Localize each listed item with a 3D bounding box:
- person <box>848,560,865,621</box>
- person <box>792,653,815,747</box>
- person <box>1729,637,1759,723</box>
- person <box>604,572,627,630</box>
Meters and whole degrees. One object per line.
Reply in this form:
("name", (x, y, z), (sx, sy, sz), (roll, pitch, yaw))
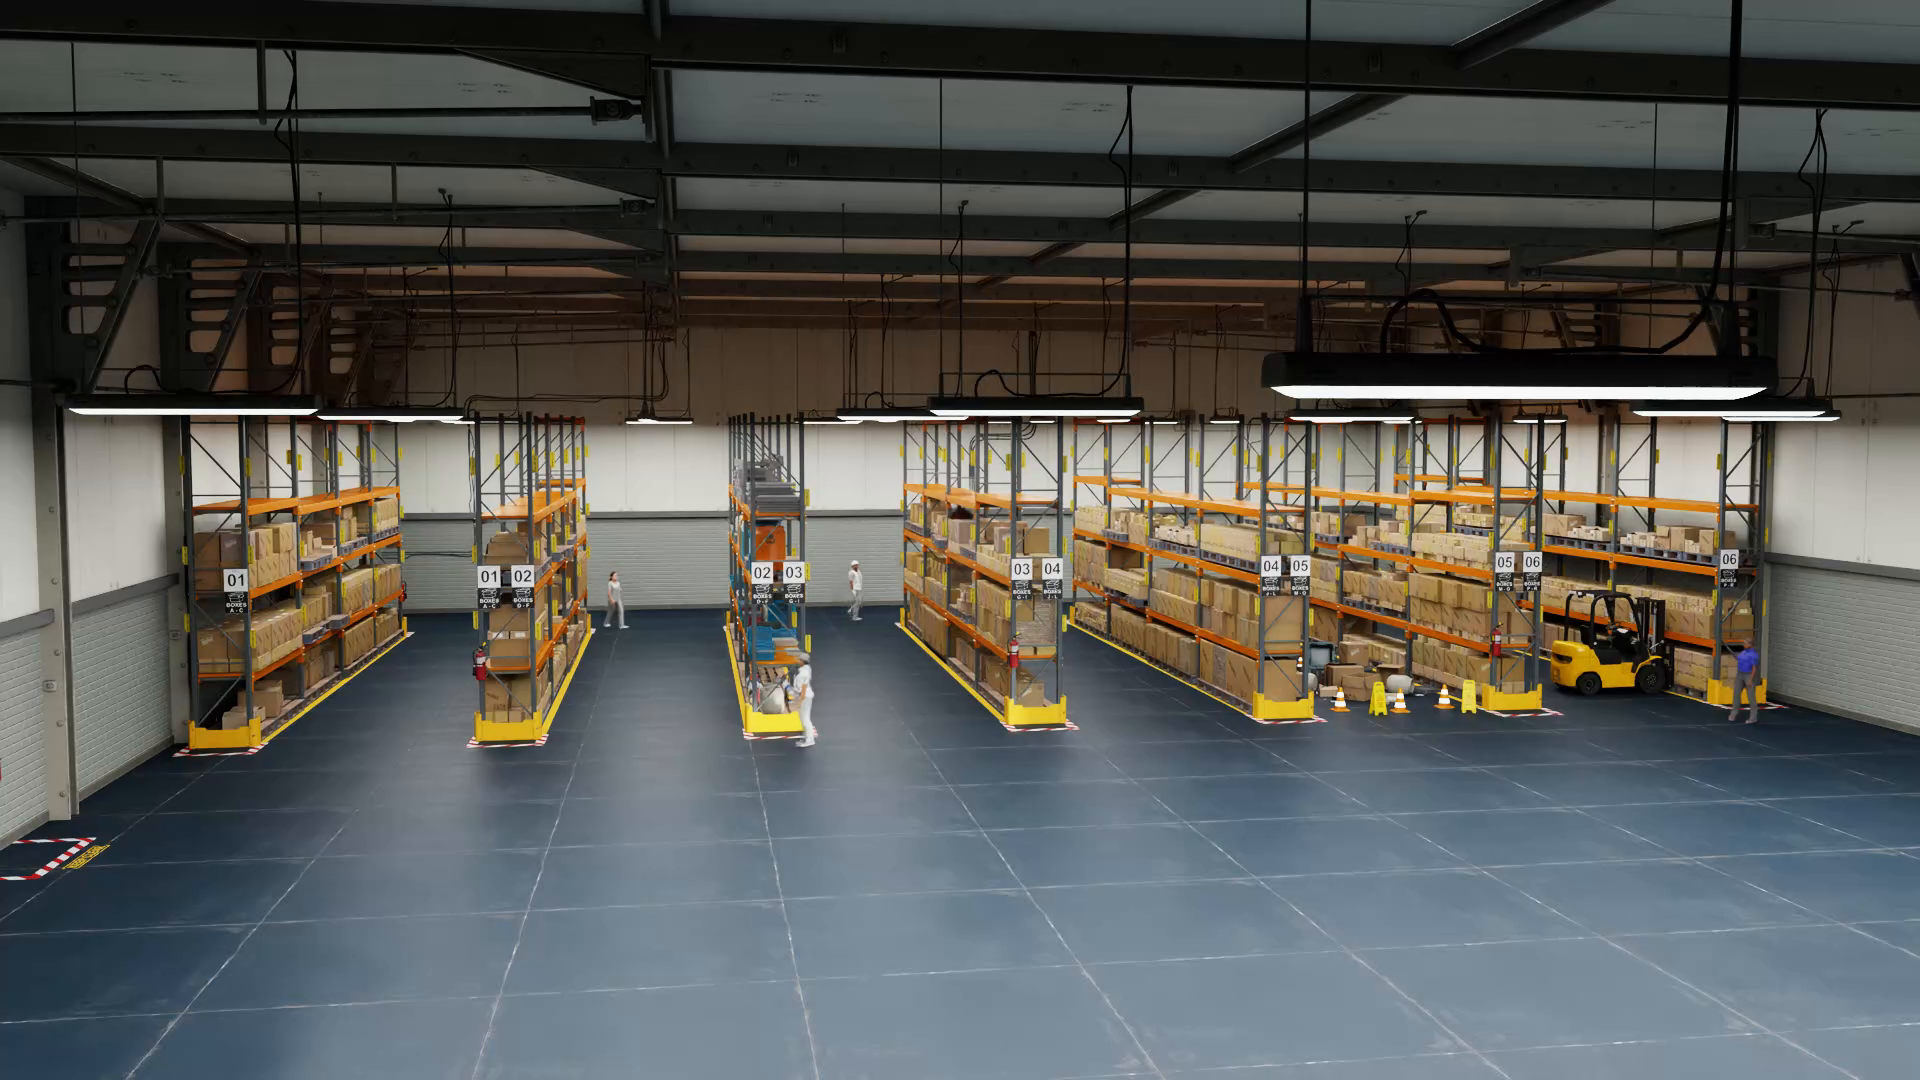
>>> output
("person", (-3.065, 1.485, 48.997), (0.501, 1.771, 0.563), (0, 4, -3))
("person", (-2.818, 2.864, 29.870), (0.402, 1.680, 0.525), (-1, 4, -8))
("person", (15.208, 2.697, 32.249), (0.425, 1.658, 0.506), (-2, 4, -24))
("person", (-9.774, 1.714, 47.070), (0.459, 1.627, 0.990), (-3, 5, -41))
